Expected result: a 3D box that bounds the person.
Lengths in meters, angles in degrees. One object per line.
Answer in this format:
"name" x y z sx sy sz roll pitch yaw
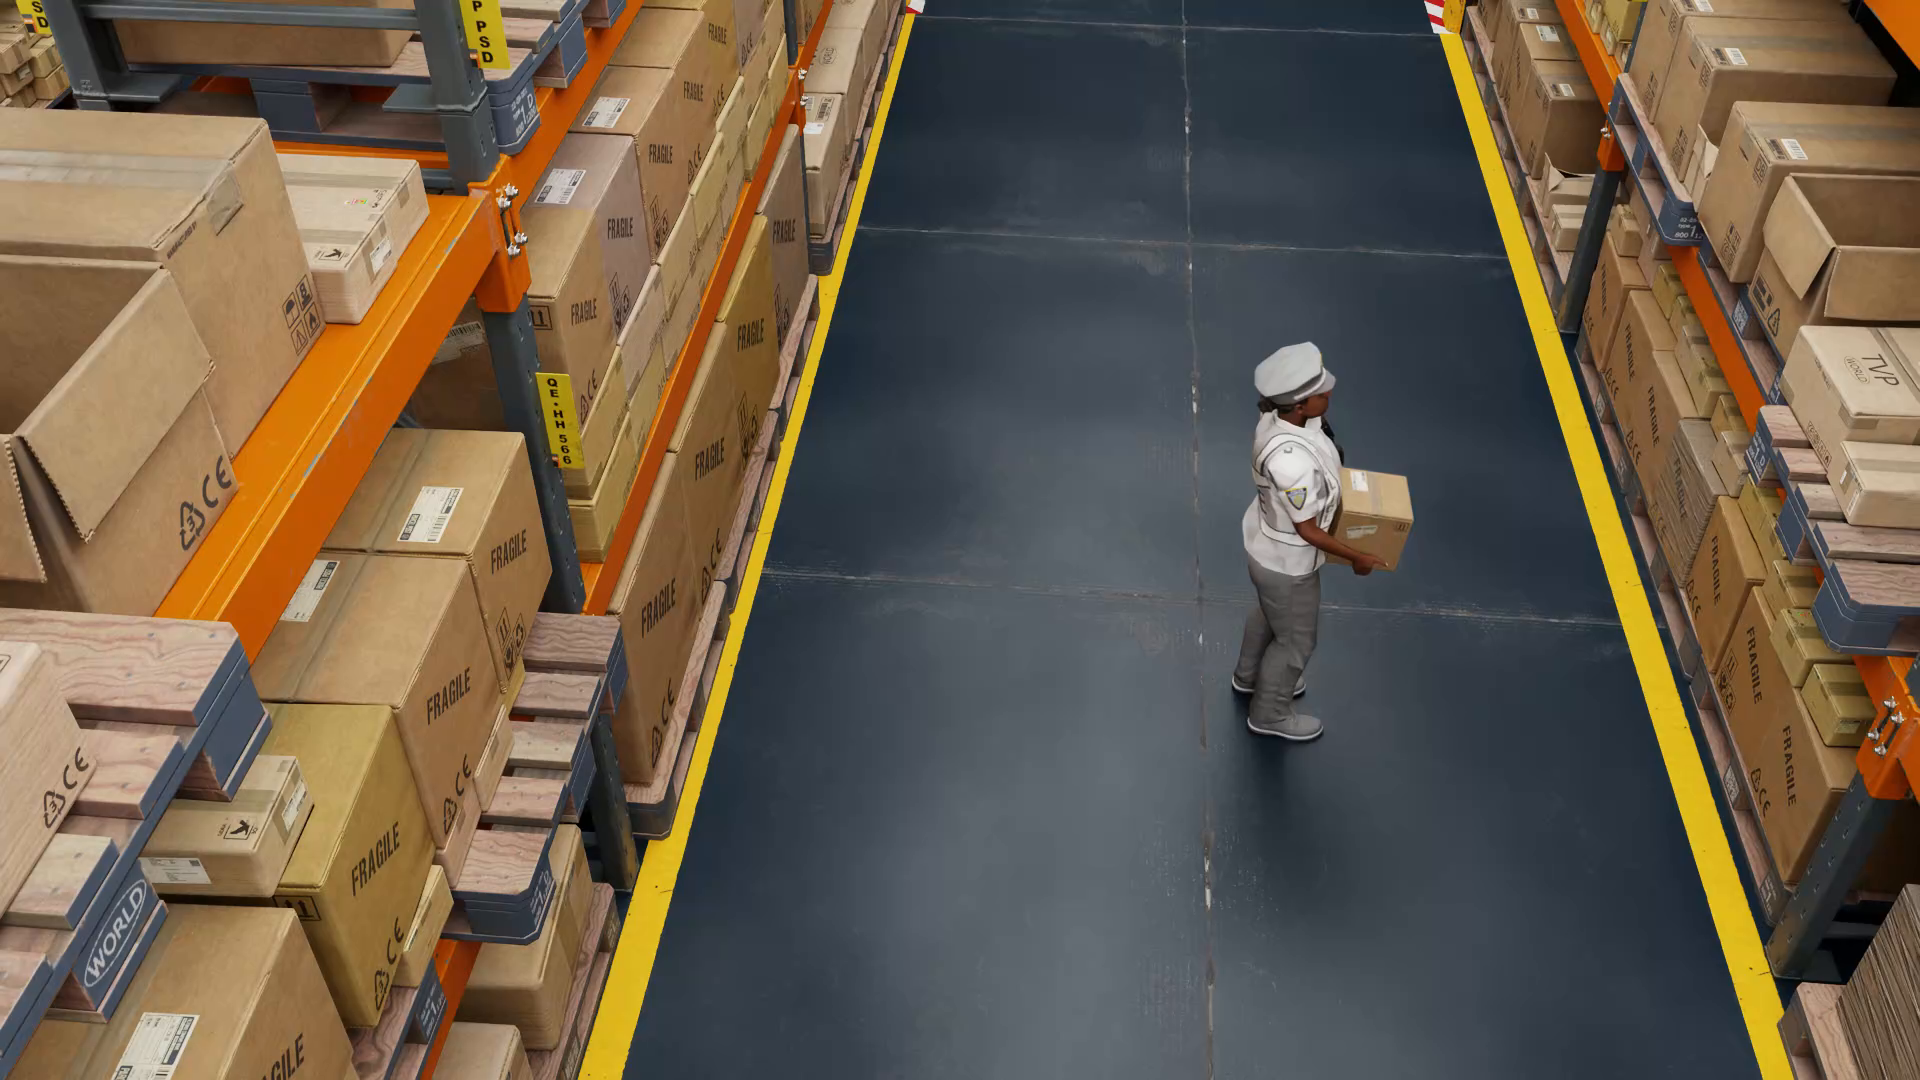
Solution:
"person" 1.272 0.032 6.101 0.540 1.683 0.450 4 40 4
